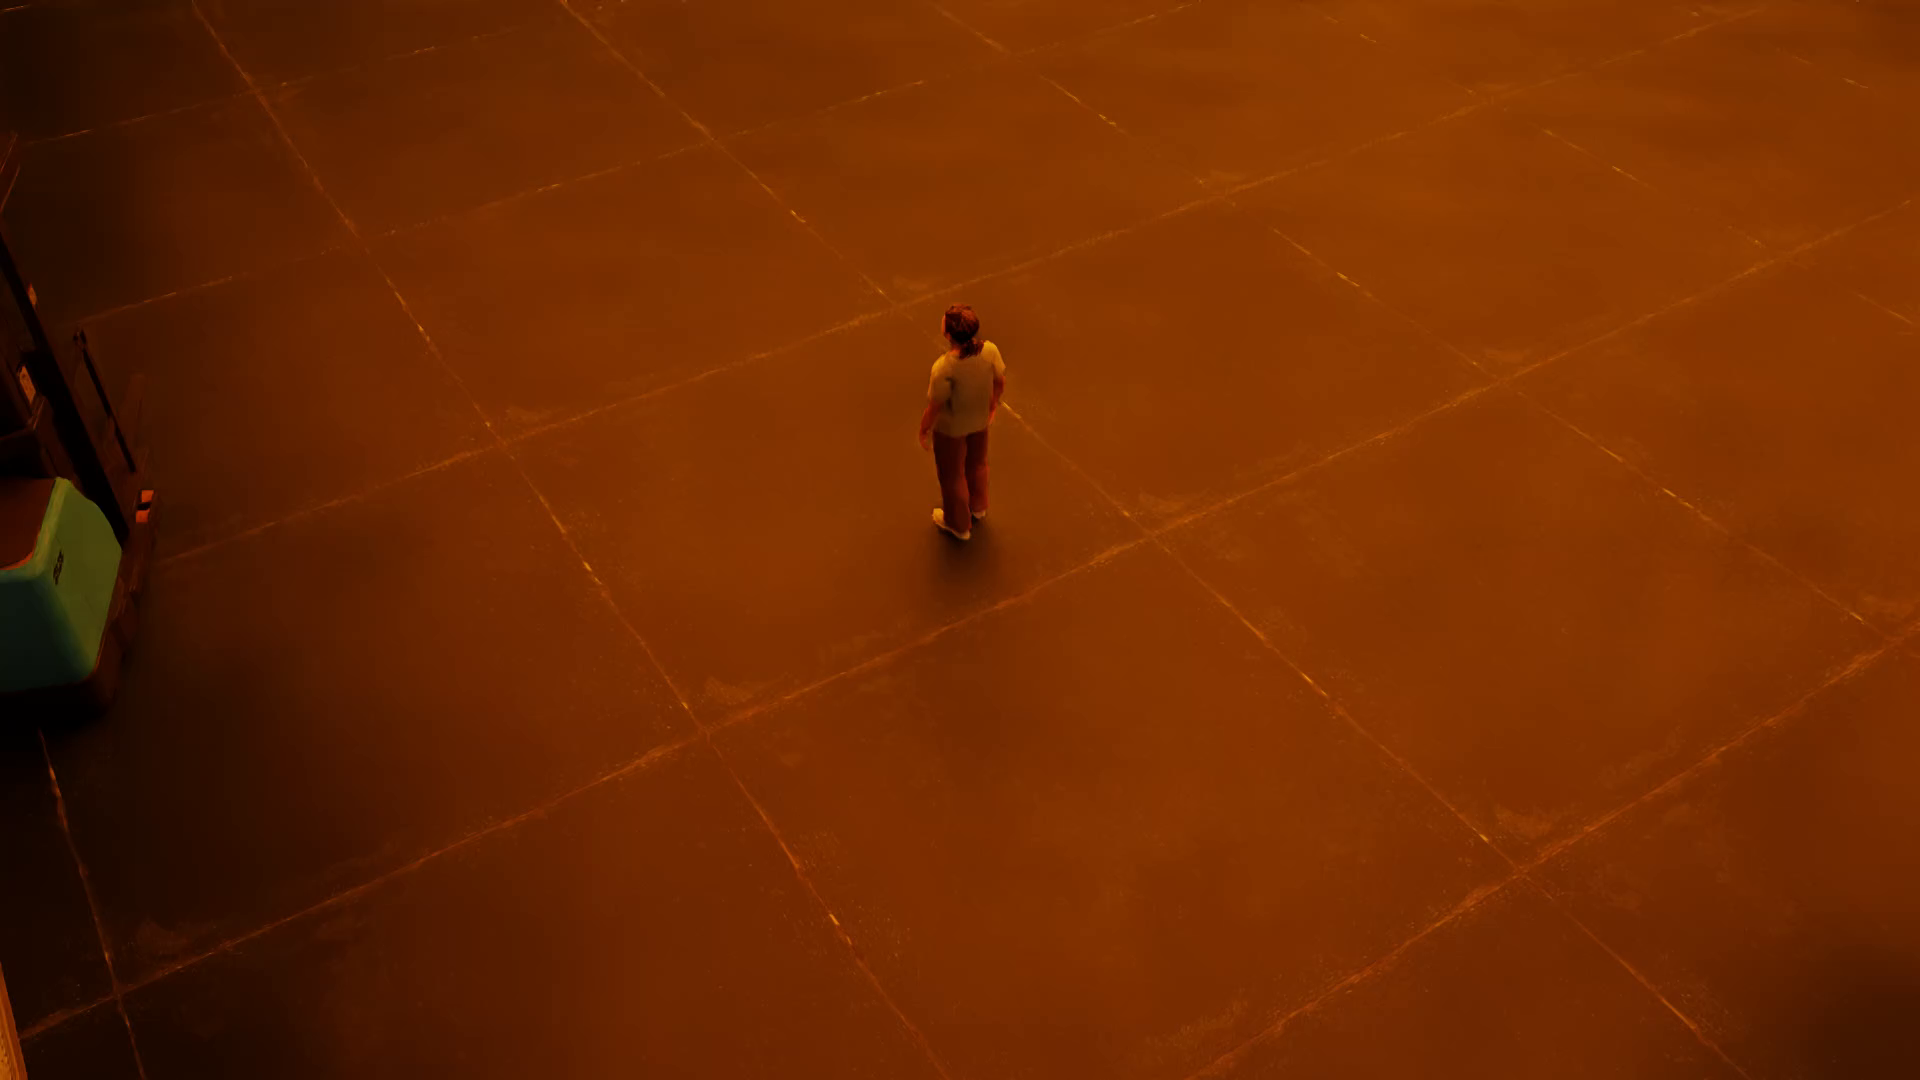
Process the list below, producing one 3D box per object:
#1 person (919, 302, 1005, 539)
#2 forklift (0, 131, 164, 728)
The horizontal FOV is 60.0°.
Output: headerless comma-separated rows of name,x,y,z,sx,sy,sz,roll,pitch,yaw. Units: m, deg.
person,-0.030,-0.706,9.571,0.554,1.662,0.549,-23,46,-24
forklift,-5.409,-1.024,9.042,1.130,2.935,3.031,-8,42,-9
